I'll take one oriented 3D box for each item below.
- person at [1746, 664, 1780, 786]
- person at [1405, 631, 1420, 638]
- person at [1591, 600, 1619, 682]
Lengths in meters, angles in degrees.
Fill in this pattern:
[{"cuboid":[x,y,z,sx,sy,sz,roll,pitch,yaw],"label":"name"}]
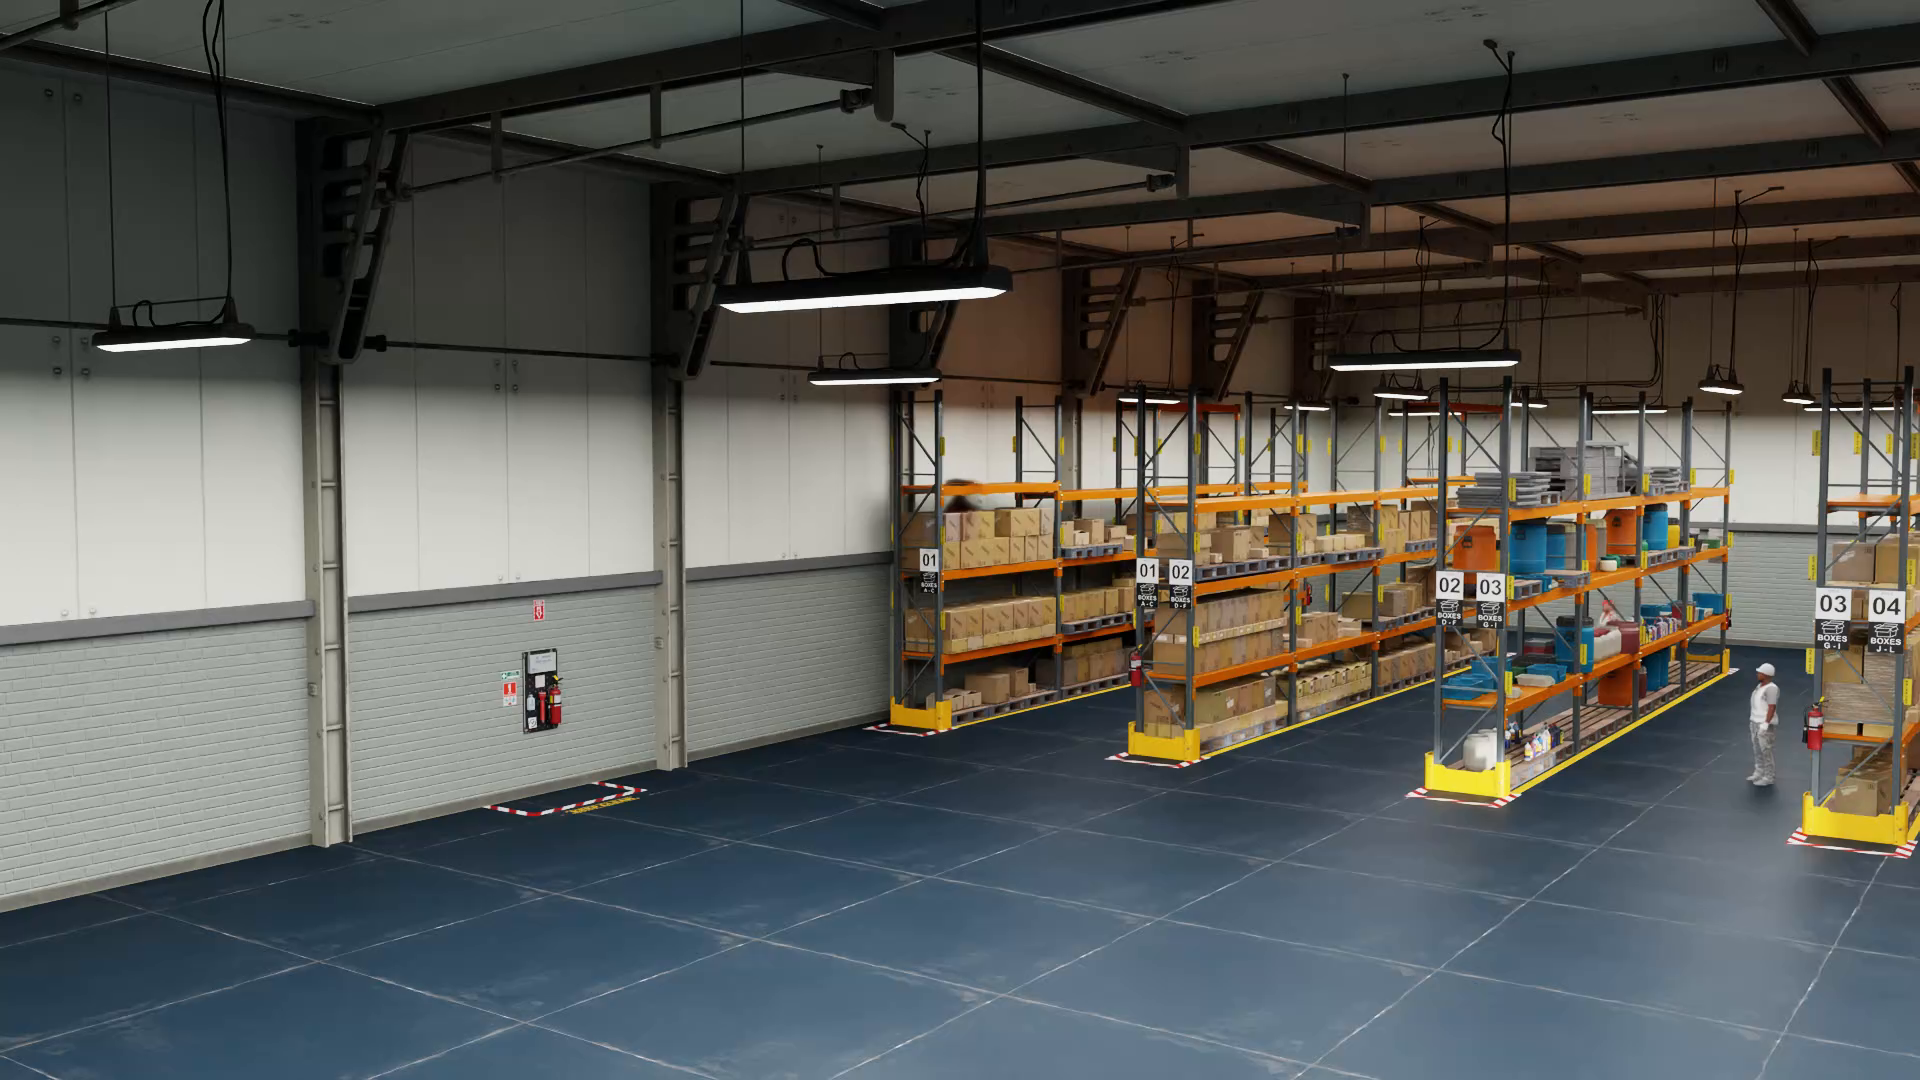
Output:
[{"cuboid":[11.918,2.729,24.680,0.400,1.800,0.594,0,3,-3],"label":"person"},{"cuboid":[11.108,1.912,40.883,0.530,1.556,0.478,-2,4,-36],"label":"person"},{"cuboid":[13.782,2.141,35.478,1.076,1.746,0.613,-2,4,-29],"label":"person"}]
